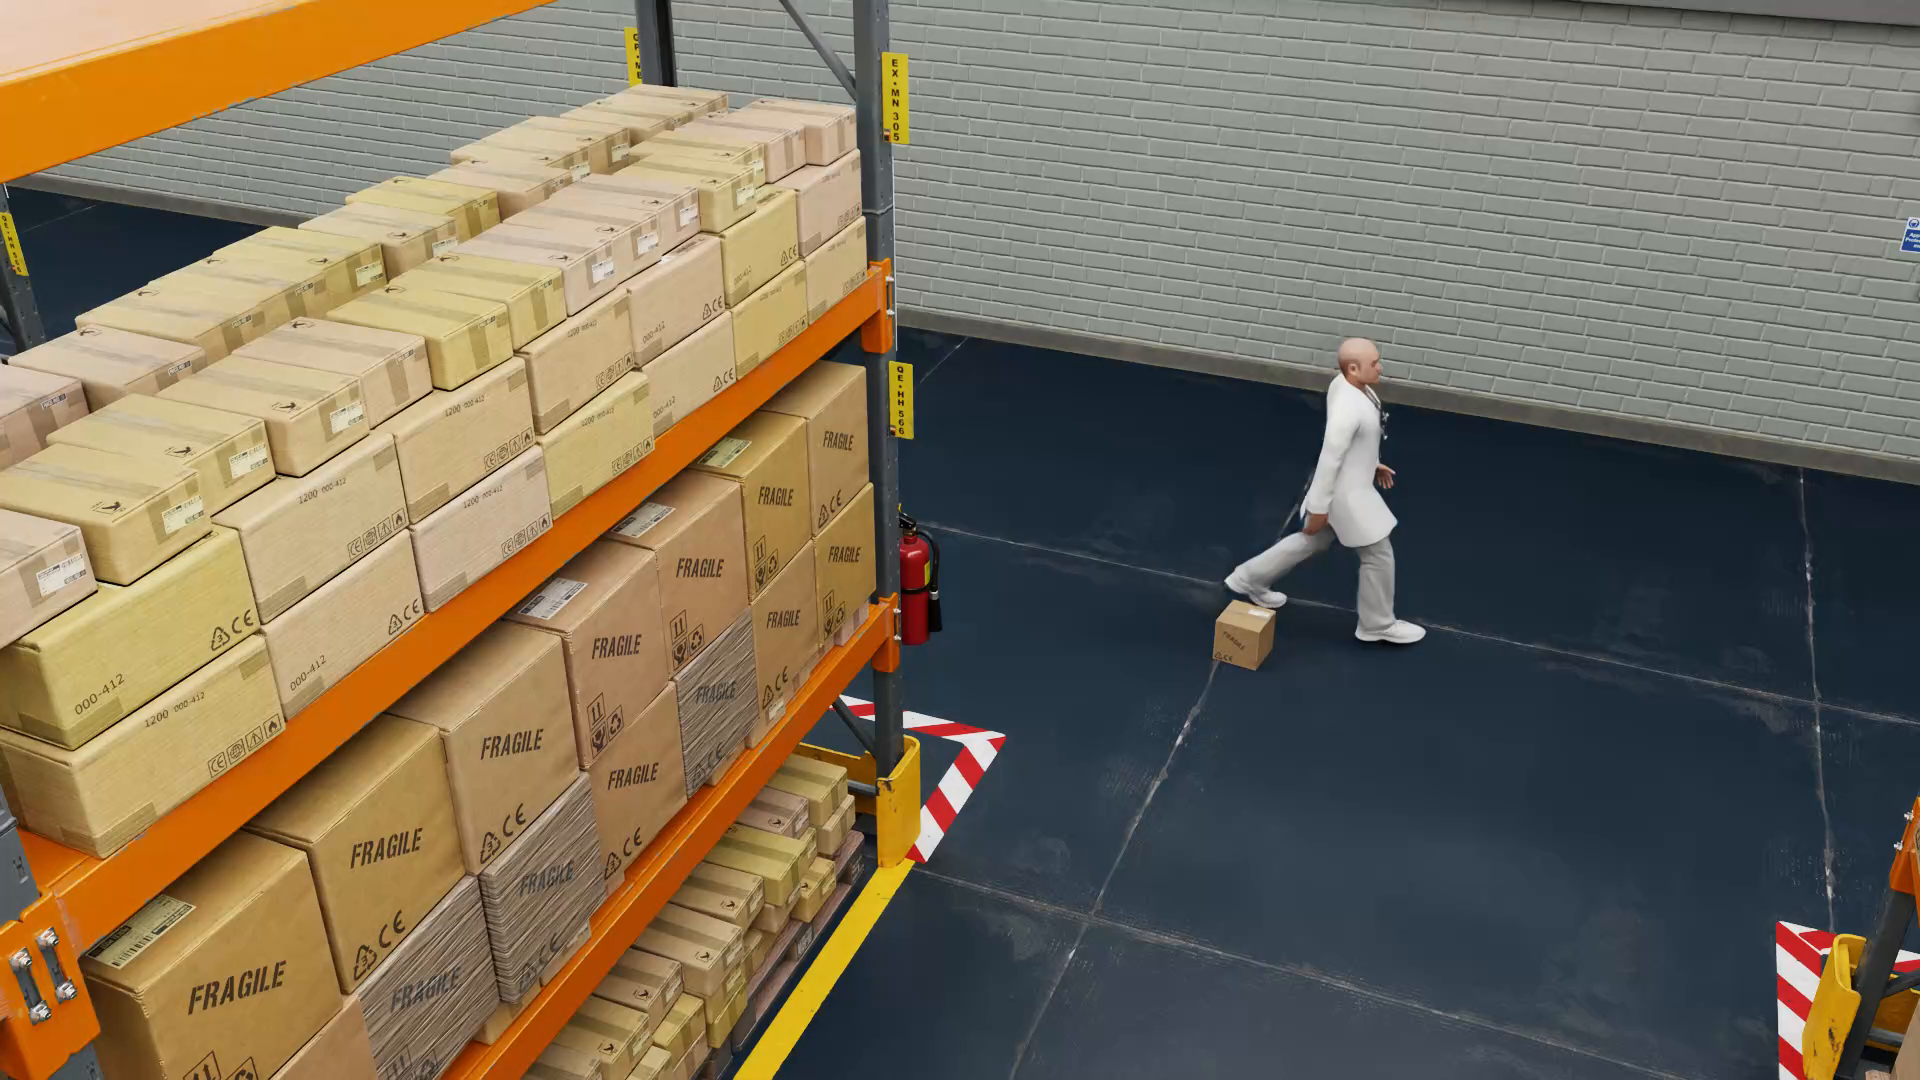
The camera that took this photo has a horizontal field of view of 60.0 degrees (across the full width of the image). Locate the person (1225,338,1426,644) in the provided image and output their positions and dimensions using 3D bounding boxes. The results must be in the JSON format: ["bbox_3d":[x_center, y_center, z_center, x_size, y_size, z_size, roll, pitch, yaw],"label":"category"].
[{"bbox_3d":[2.027,-0.281,8.909,1.101,1.732,0.598,4,29,6],"label":"person"}]
